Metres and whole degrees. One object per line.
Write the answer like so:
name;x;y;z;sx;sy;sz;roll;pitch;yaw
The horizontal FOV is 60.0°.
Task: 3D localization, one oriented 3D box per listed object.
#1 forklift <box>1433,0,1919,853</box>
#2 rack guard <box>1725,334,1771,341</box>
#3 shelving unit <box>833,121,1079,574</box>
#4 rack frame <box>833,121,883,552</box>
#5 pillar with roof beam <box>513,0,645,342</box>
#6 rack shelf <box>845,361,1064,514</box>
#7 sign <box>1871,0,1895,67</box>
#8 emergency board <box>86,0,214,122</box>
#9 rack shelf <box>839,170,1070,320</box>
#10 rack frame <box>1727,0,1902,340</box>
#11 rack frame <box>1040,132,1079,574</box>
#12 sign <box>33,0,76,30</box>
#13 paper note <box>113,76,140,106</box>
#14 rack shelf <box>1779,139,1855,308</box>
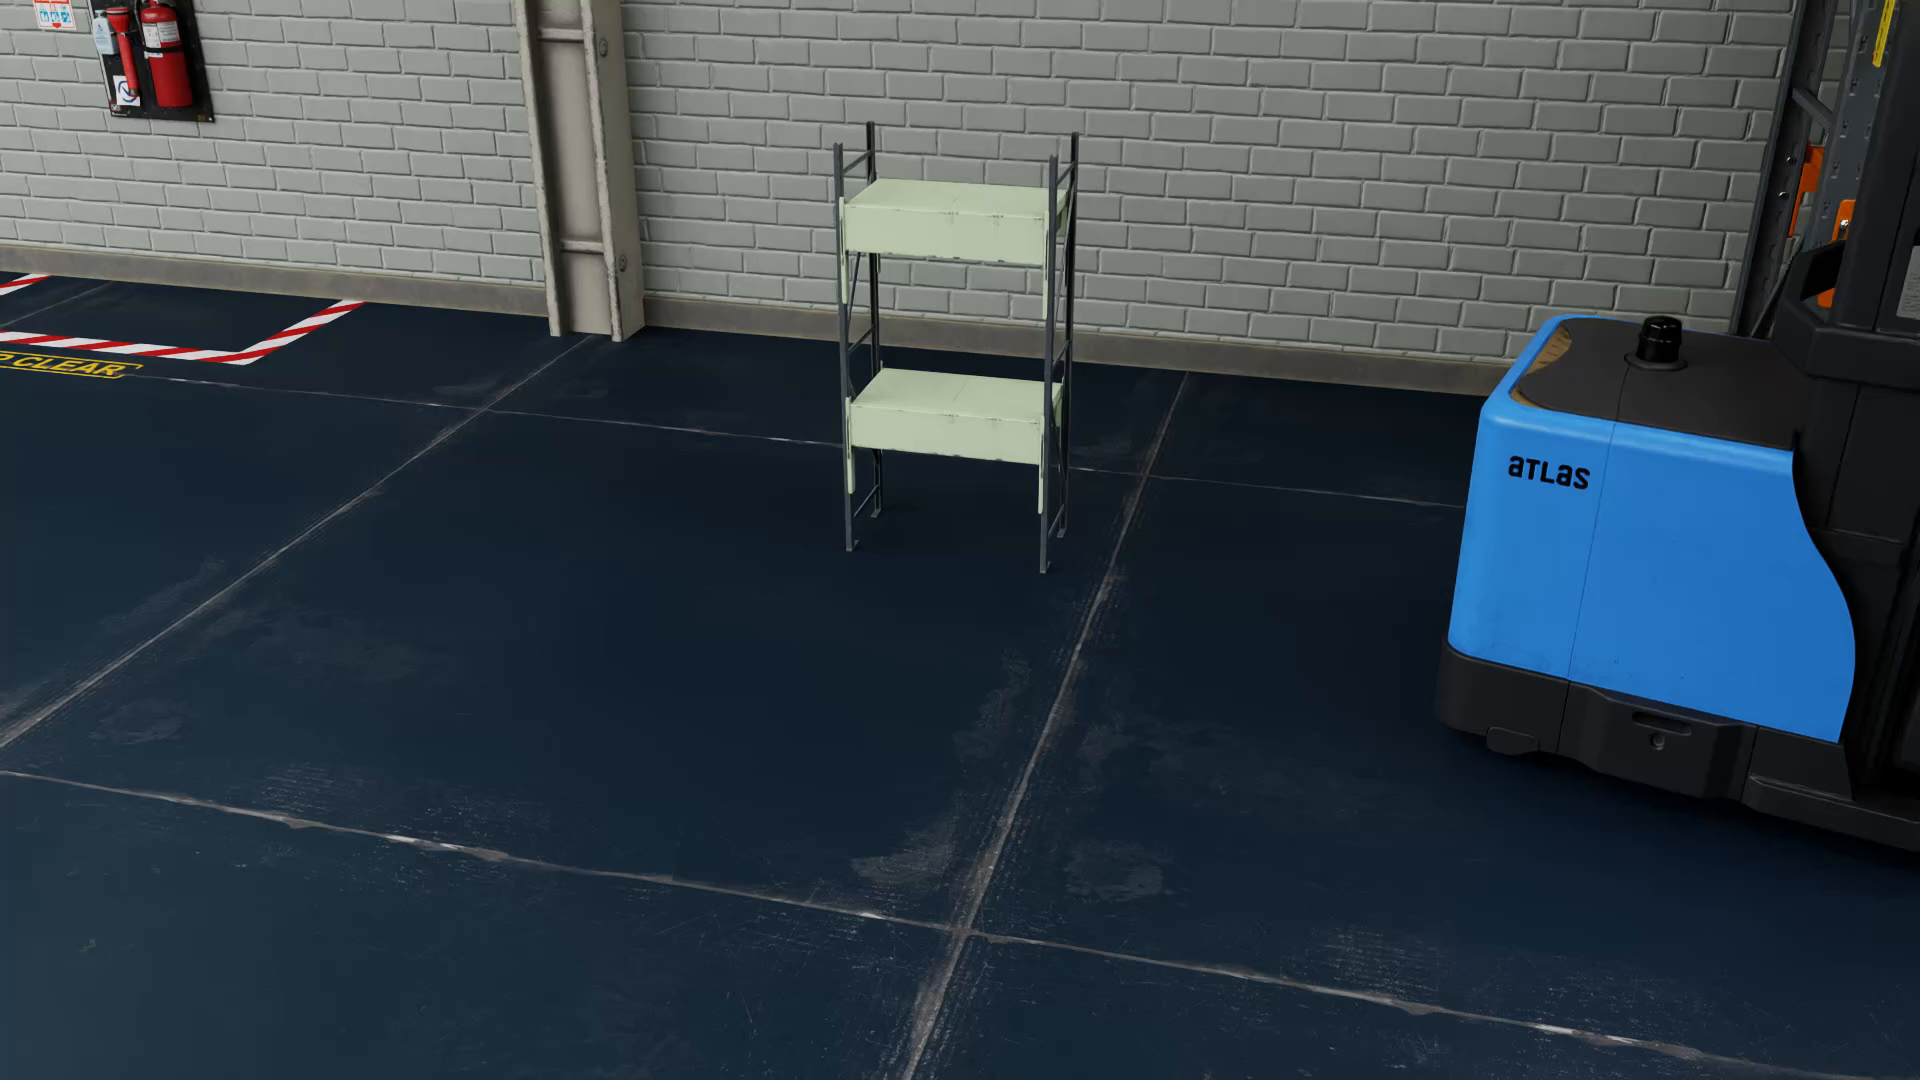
forklift;2.964;-0.602;4.105;3.031;2.935;1.130;13;29;26
rack guard;3.144;-0.369;6.444;0.348;0.500;1.175;6;26;13
shelving unit;-0.006;-0.678;5.929;0.755;1.500;0.431;6;26;13
rack frame;-0.361;-0.717;6.011;0.023;1.500;0.400;6;26;13
pillar with roof beam;-2.920;-3.350;2.817;0.400;9.000;9.100;6;26;13
rack shelf;-0.006;-0.384;6.069;0.720;0.370;0.431;6;26;13
sign;2.935;-1.671;5.263;0.005;0.325;0.100;6;26;13
emergency board;-4.231;-2.714;8.461;0.643;1.169;0.194;6;26;13
rack shelf;-0.006;-1.030;5.761;0.720;0.370;0.431;6;26;13
rack frame;3.070;-1.506;5.923;0.127;3.000;1.000;6;26;13
rack frame;0.348;-0.639;5.847;0.023;1.500;0.400;6;26;13
sign;-4.741;-2.832;8.667;0.234;0.329;0.001;6;26;13
paper note;-4.386;-2.364;8.750;0.142;0.148;0.016;6;26;13
rack shelf;5.007;-0.967;5.628;4.000;0.370;1.077;6;26;13
